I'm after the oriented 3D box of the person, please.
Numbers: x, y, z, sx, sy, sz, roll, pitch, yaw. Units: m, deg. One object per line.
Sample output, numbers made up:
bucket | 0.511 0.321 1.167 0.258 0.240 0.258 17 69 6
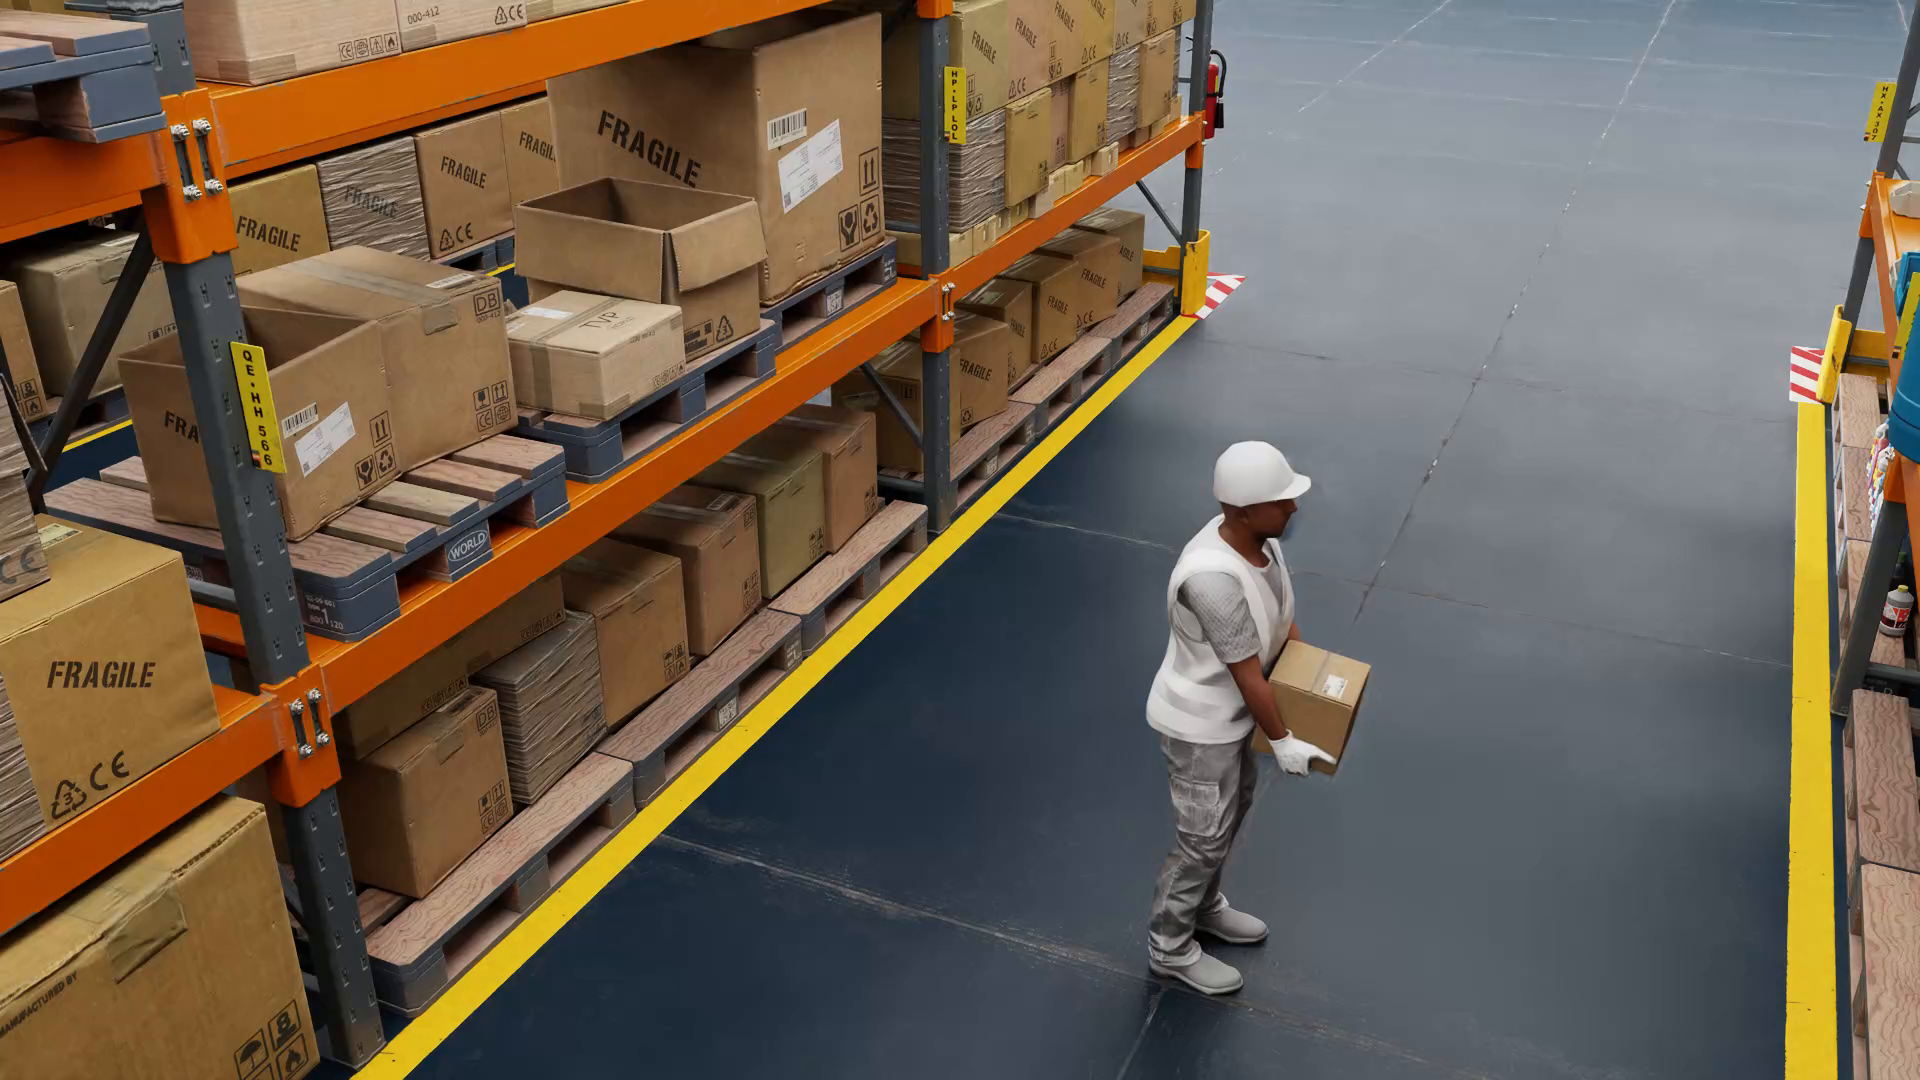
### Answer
person | 0.864 0.541 4.978 0.587 1.778 0.489 11 28 21
